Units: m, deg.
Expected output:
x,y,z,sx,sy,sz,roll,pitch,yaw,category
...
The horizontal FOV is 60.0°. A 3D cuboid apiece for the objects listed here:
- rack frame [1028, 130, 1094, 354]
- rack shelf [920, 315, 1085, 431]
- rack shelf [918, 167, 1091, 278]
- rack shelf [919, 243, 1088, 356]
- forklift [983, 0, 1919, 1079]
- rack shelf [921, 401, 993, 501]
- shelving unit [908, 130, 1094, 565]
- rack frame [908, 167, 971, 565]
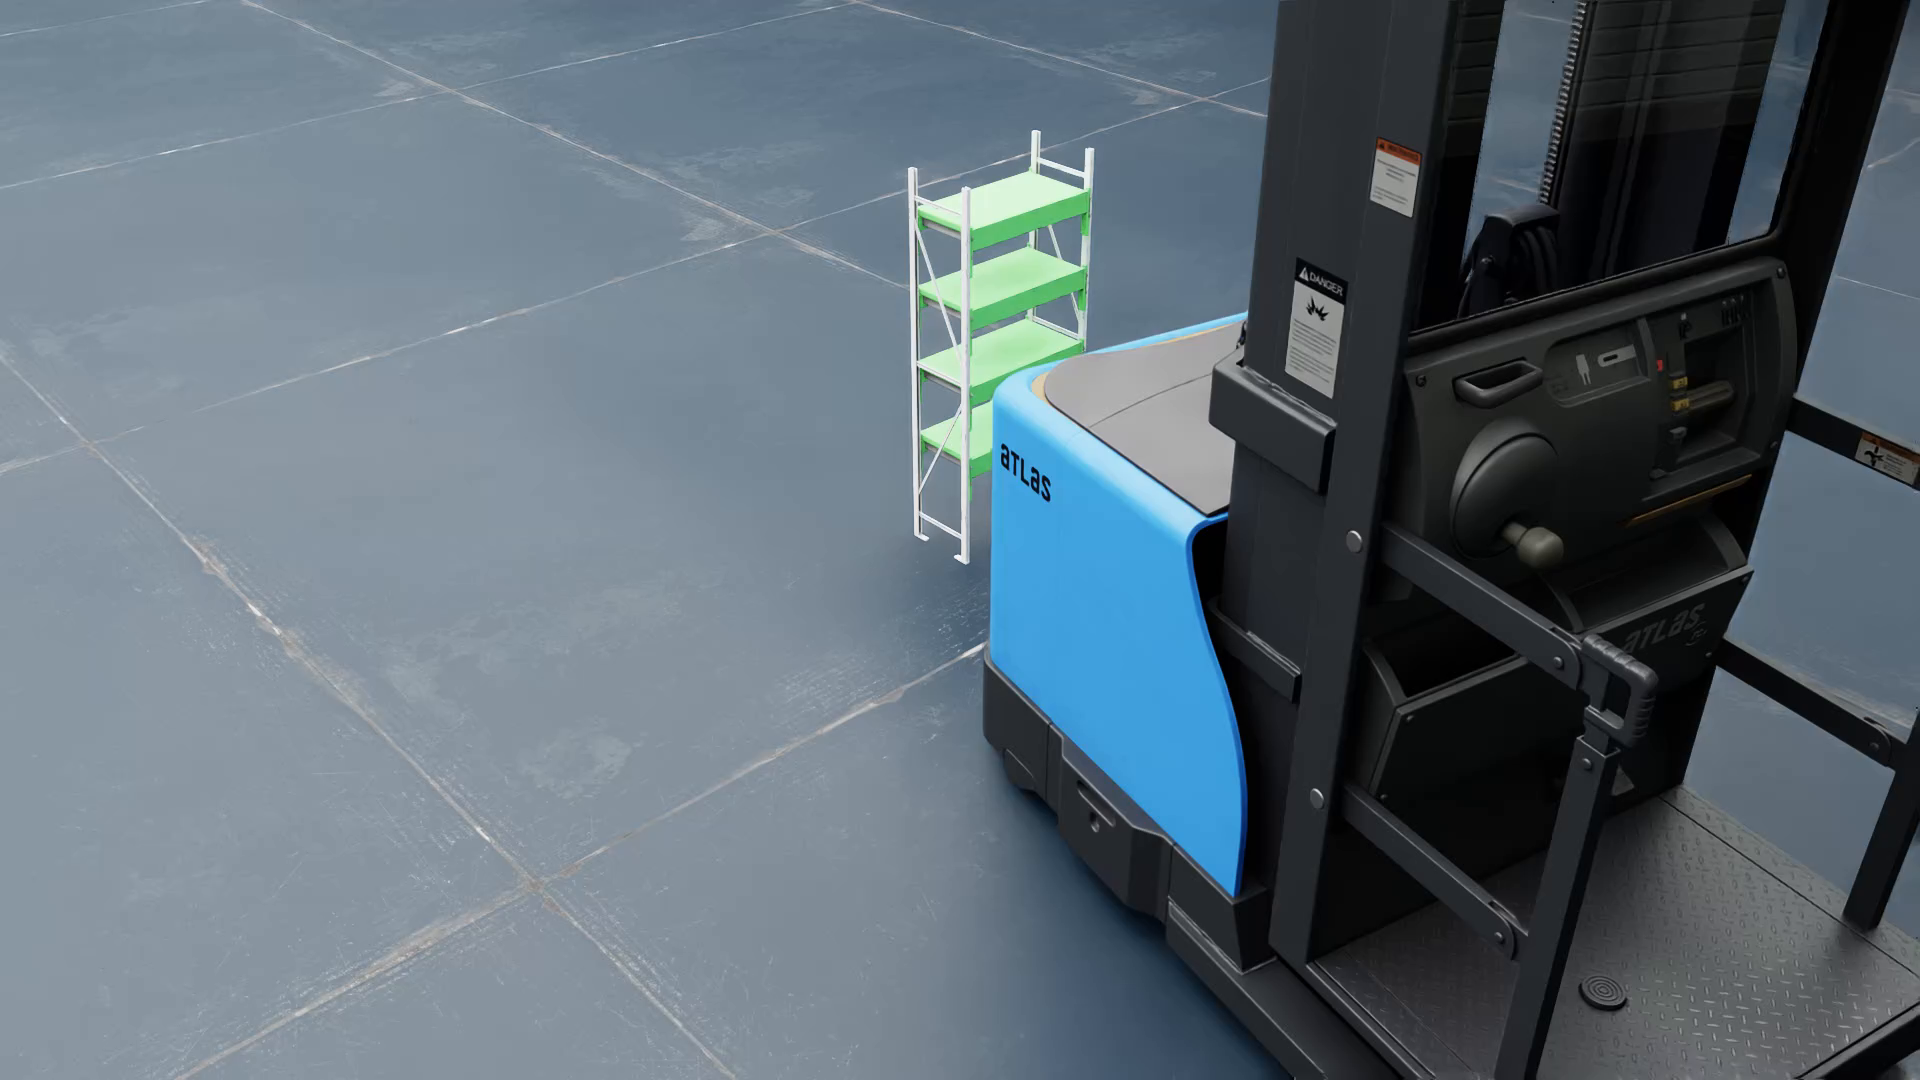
x,y,z,sx,sy,sz,roll,pitch,yaw,category
0.300,-0.657,5.175,0.015,1.200,0.240,-26,40,-35,rack frame
0.121,-0.516,5.066,0.480,0.148,0.258,-26,40,-35,rack shelf
0.121,-0.926,4.816,0.480,0.148,0.258,-26,40,-35,rack shelf
0.121,-0.721,4.941,0.480,0.148,0.258,-26,40,-35,rack shelf
1.236,-0.174,2.725,1.130,2.935,3.031,-17,35,-25,forklift
0.121,-0.311,5.192,0.480,0.148,0.258,-26,40,-35,rack shelf
0.121,-0.571,5.033,0.503,1.200,0.258,-26,40,-35,shelving unit
-0.058,-0.484,4.891,0.015,1.200,0.240,-26,40,-35,rack frame
